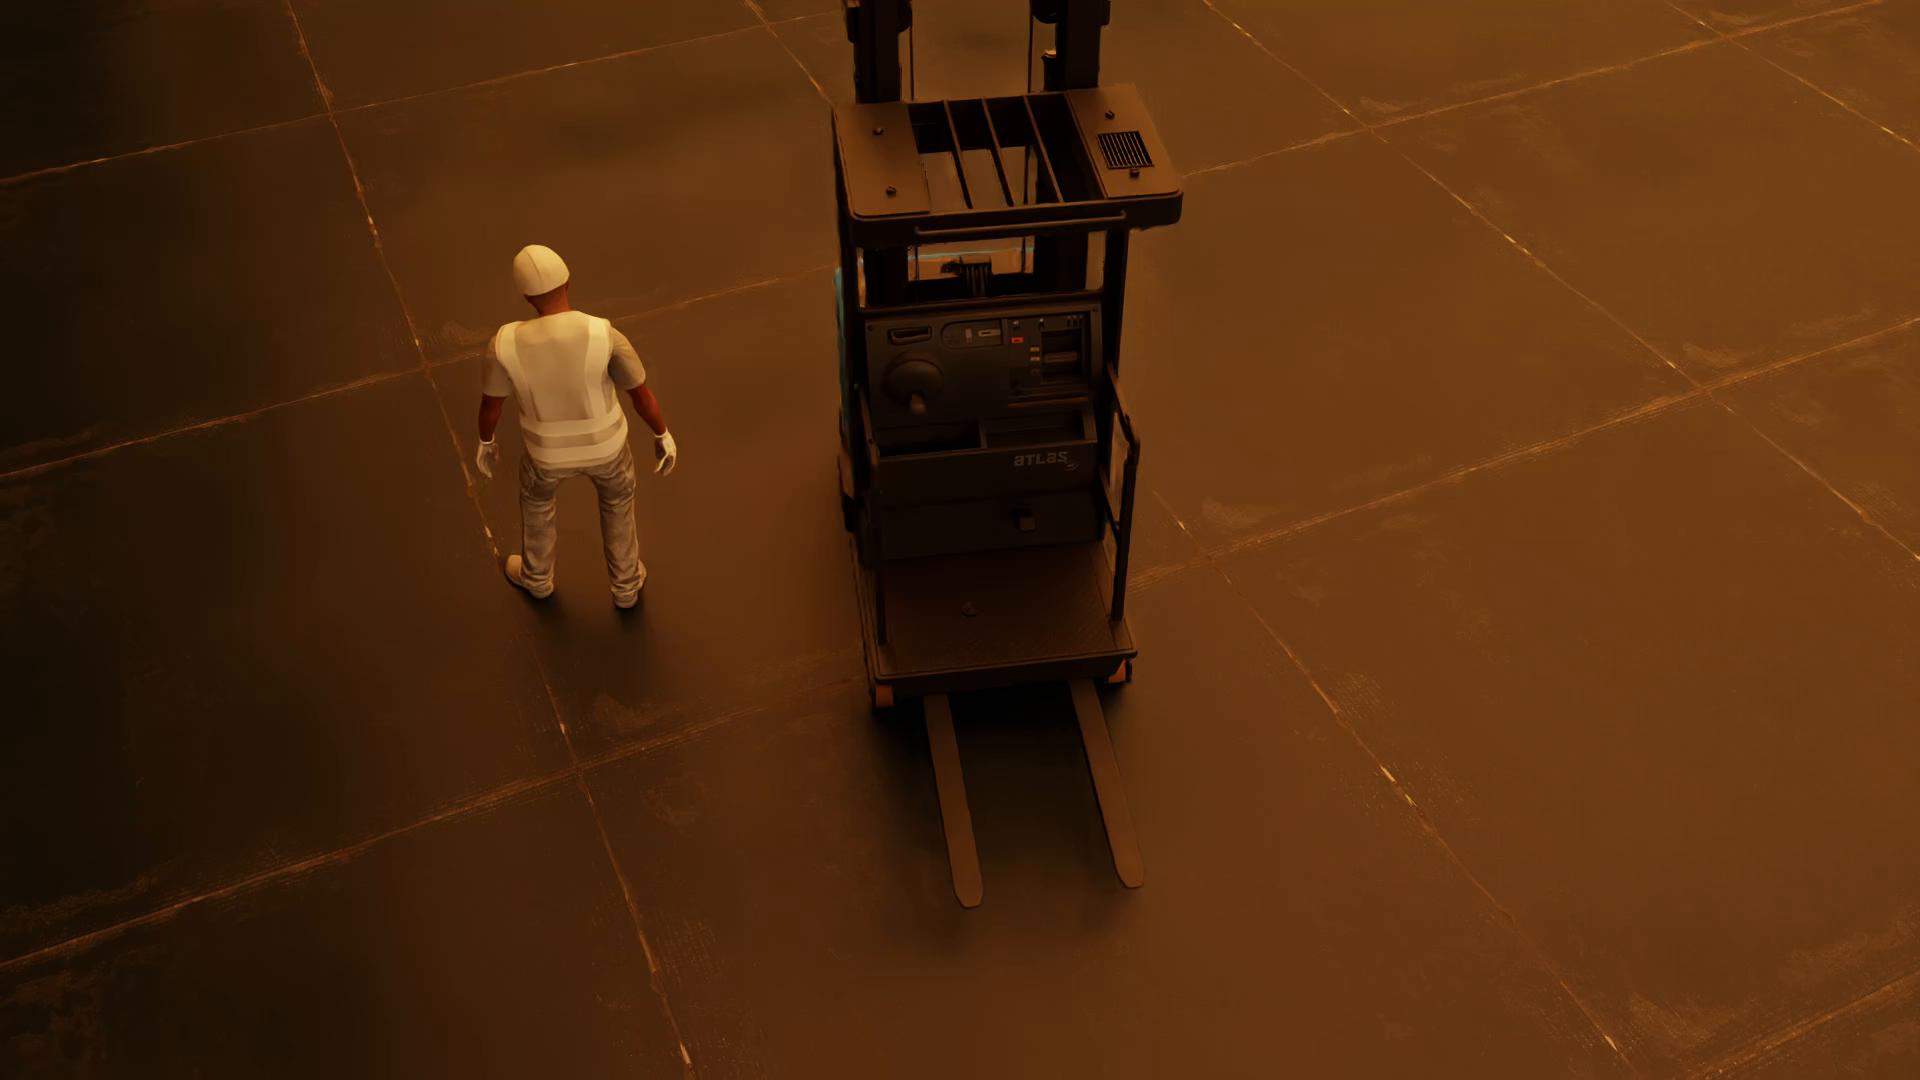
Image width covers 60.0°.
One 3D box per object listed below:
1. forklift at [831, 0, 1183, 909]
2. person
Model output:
[{"bbox_3d":[0.128,-0.621,6.346,1.130,2.935,3.031,-6,43,-6],"label":"forklift"},{"bbox_3d":[-1.645,-0.453,7.035,0.866,1.746,0.438,-5,43,-6],"label":"person"}]
